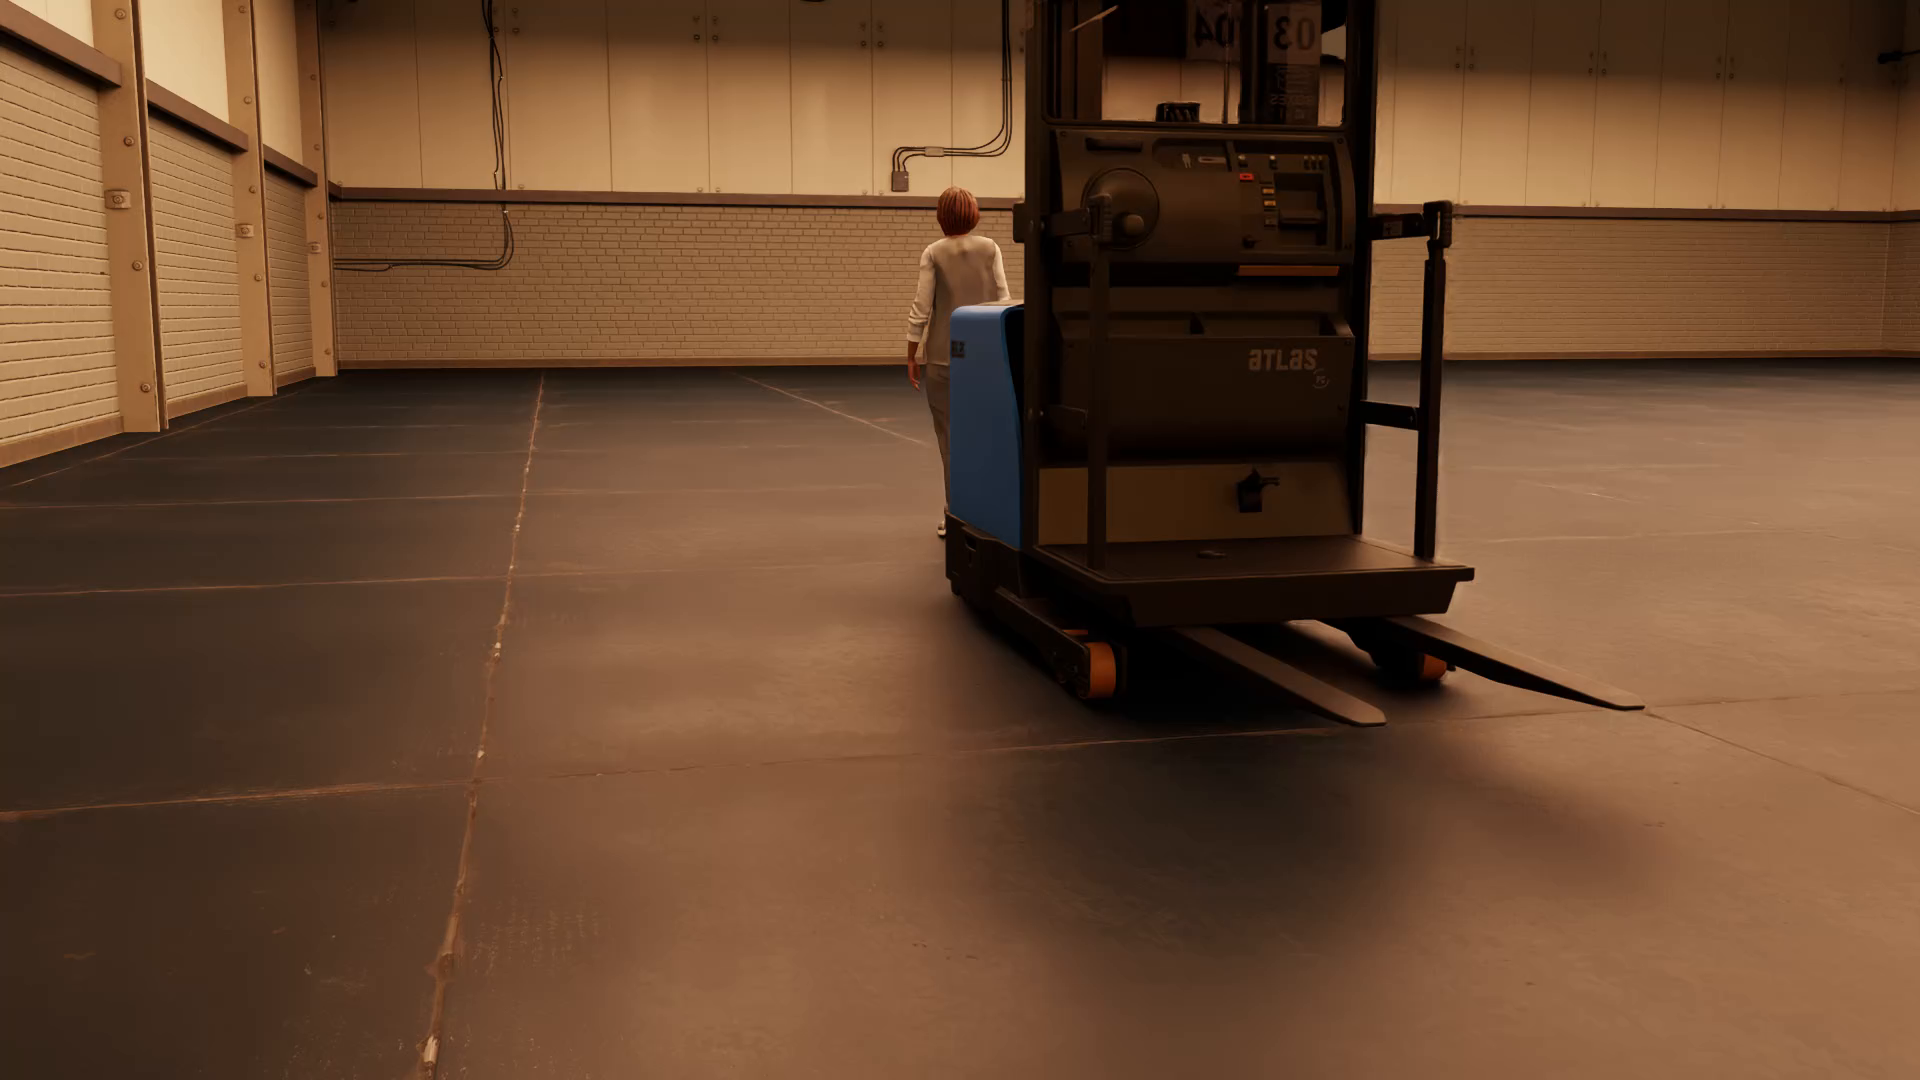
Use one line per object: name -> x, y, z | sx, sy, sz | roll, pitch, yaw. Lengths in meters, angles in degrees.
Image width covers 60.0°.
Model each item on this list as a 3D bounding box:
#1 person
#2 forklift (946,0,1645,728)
person -> -0.004, -0.808, 7.671 | 0.521, 1.599, 0.473 | -2, 8, -13
forklift -> 0.790, -1.068, 4.765 | 1.130, 2.935, 3.031 | -2, 8, -13
